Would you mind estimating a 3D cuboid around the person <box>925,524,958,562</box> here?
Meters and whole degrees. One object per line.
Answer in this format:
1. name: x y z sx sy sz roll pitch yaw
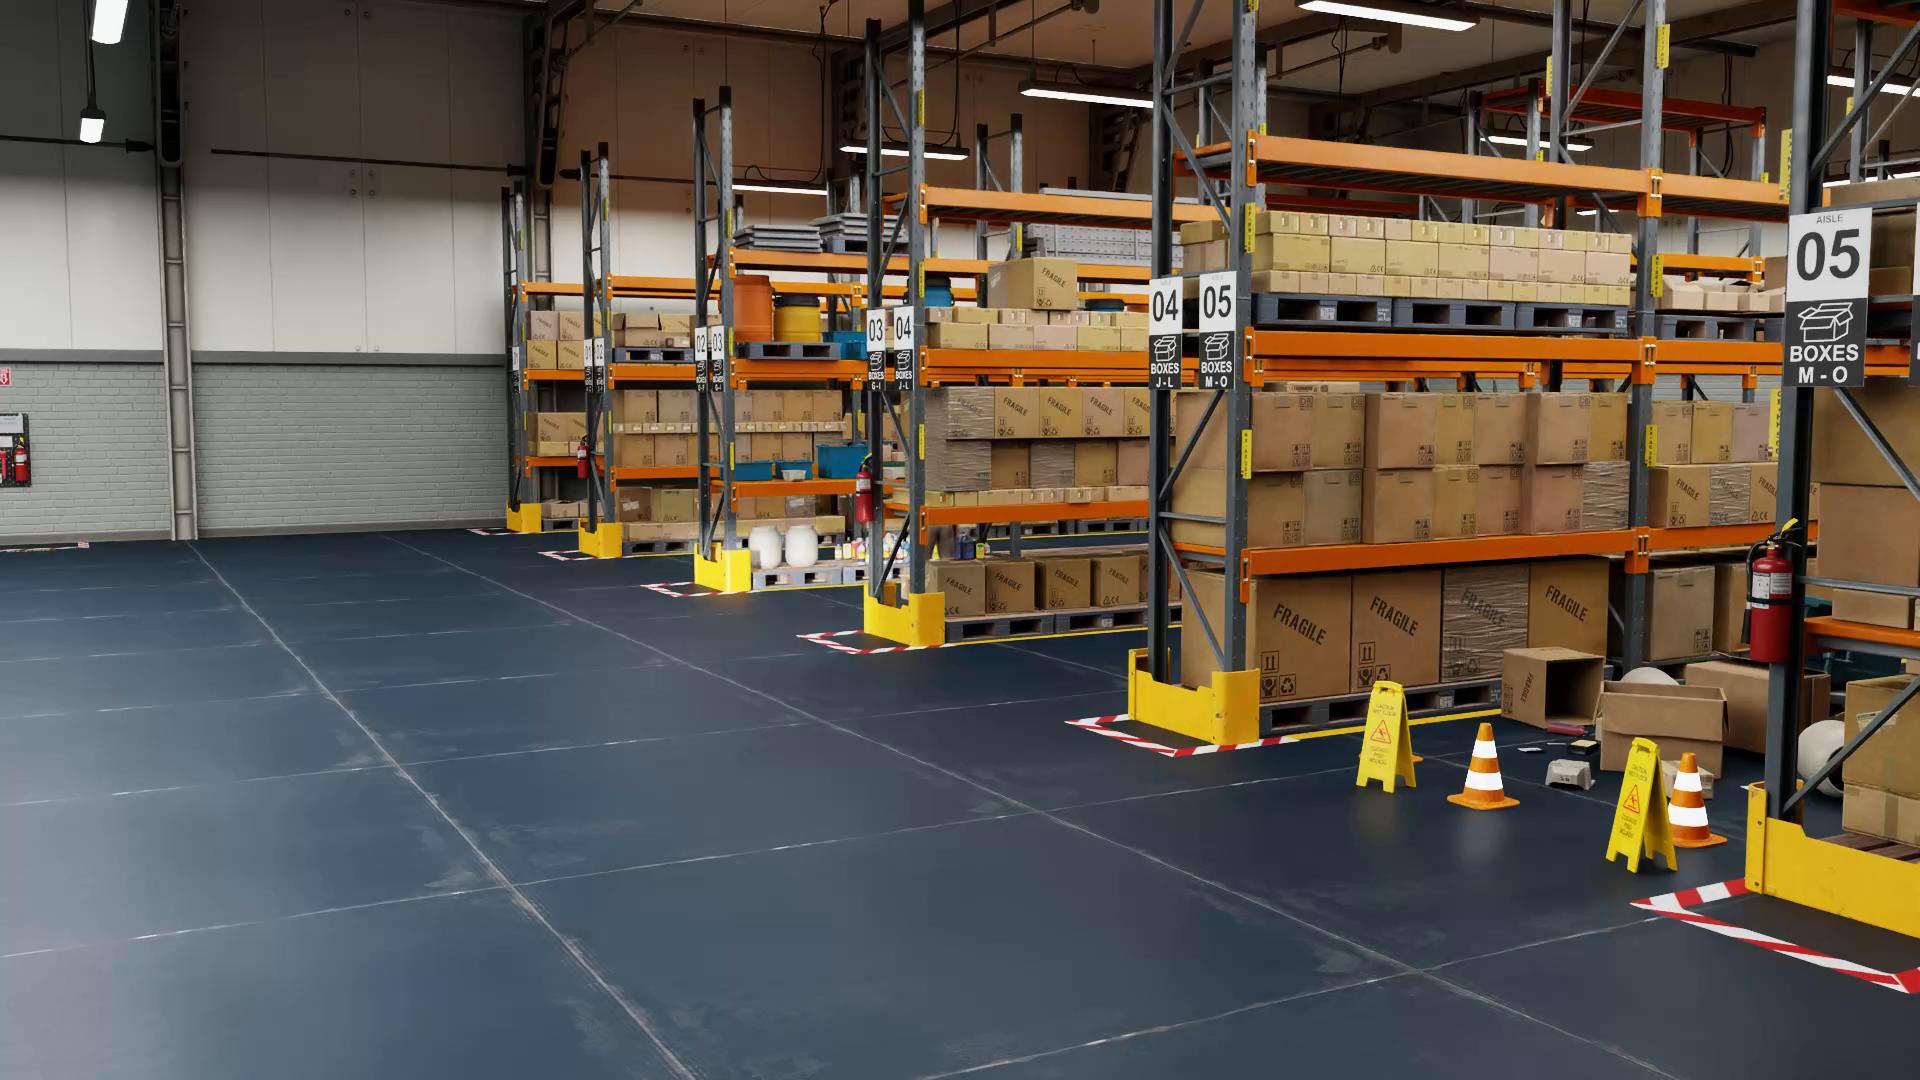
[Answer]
1. person: -0.295 -0.128 18.929 0.555 1.751 0.540 -3 6 -29
